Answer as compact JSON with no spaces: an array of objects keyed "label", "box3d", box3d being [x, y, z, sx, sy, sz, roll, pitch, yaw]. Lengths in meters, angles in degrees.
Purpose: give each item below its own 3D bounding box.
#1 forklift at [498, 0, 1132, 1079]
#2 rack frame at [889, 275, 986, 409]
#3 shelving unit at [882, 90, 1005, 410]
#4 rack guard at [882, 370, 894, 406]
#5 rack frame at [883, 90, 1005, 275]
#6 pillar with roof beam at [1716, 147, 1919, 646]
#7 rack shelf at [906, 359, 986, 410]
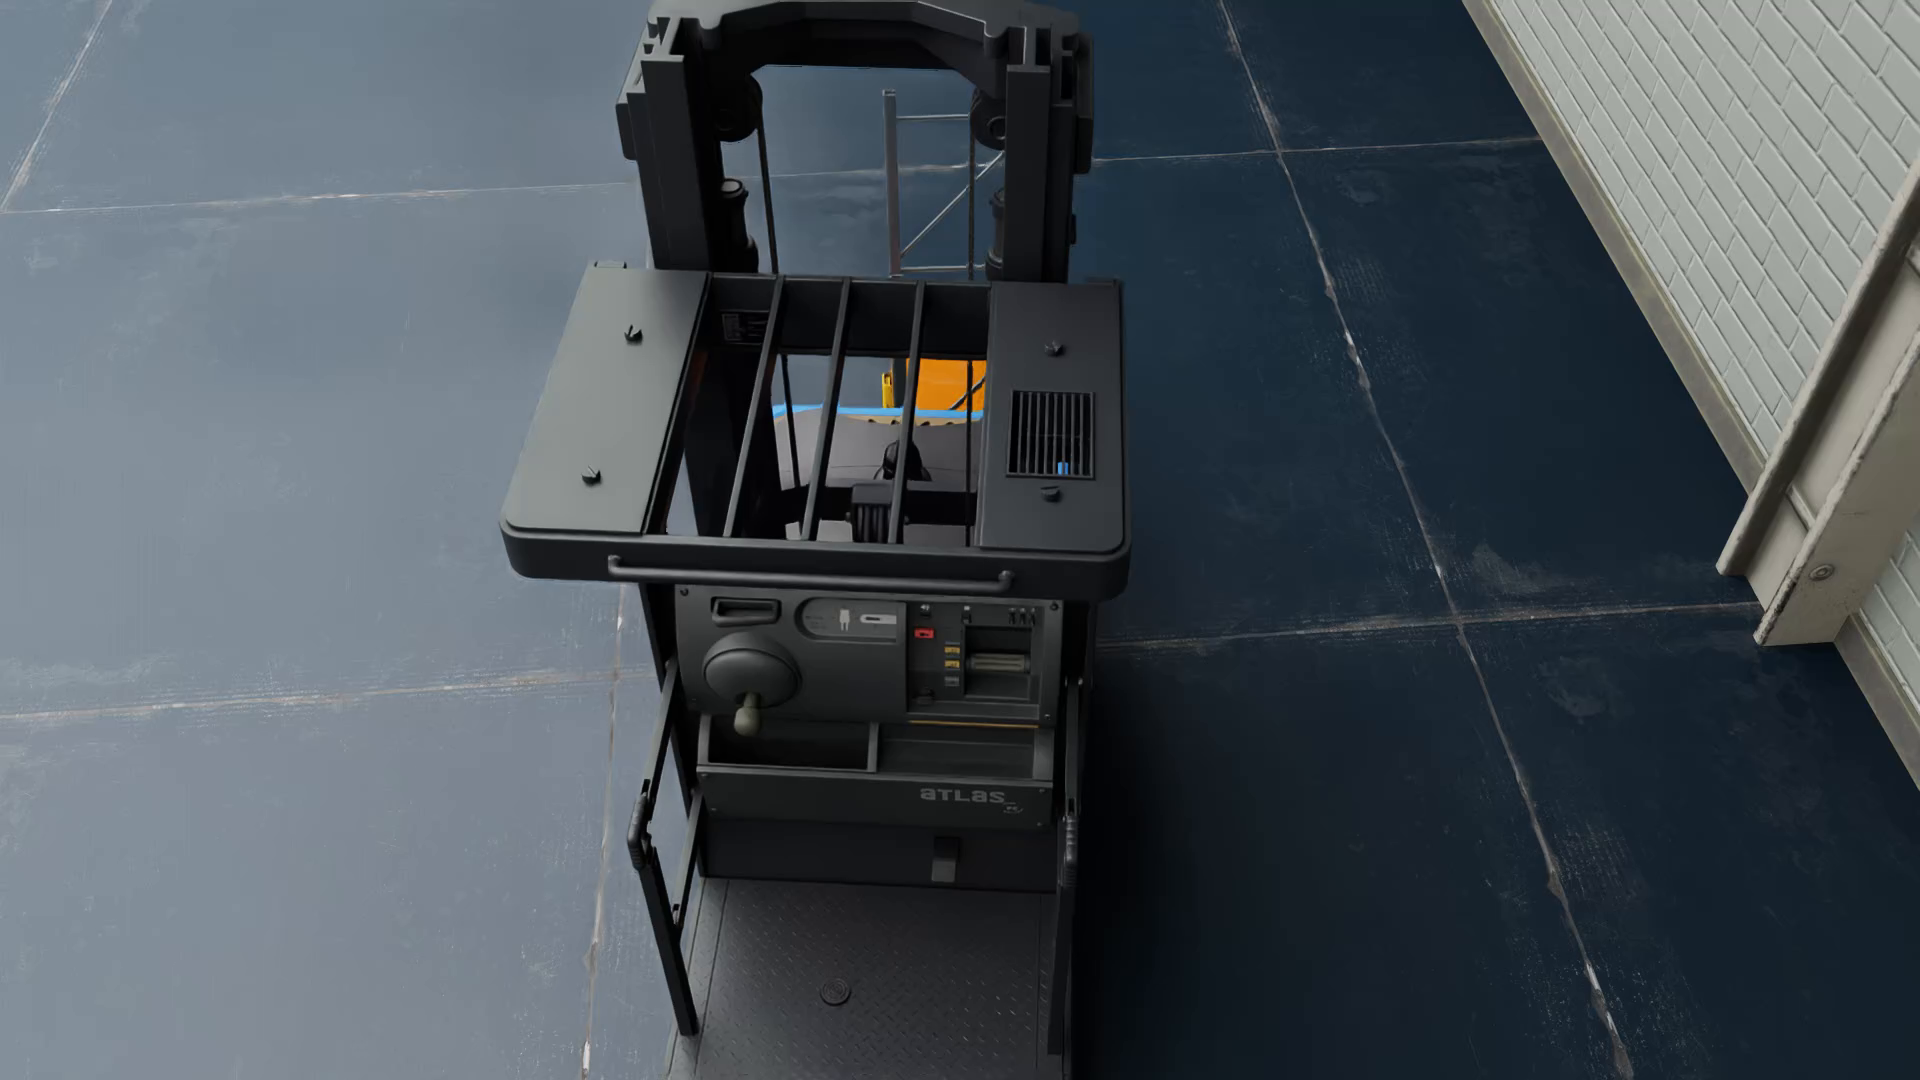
[{"label":"forklift","box3d":[-0.228,0.385,3.867,1.130,2.935,3.031,2,47,2]},{"label":"rack frame","box3d":[0.040,-0.267,5.470,0.500,1.500,0.032,-2,47,-2]},{"label":"shelving unit","box3d":[0.015,-0.629,5.812,0.587,1.500,1.083,-2,47,-2]},{"label":"rack guard","box3d":[-0.011,-0.560,6.608,0.587,0.250,0.087,-2,47,-2]},{"label":"rack frame","box3d":[-0.012,-1.004,6.168,0.500,1.500,0.032,-2,47,-2]},{"label":"pillar with roof beam","box3d":[-1.321,-2.610,2.524,9.100,9.000,0.400,-3,47,-3]},{"label":"rack shelf","box3d":[0.014,-0.512,5.949,0.538,0.185,1.000,-2,47,-2]}]
